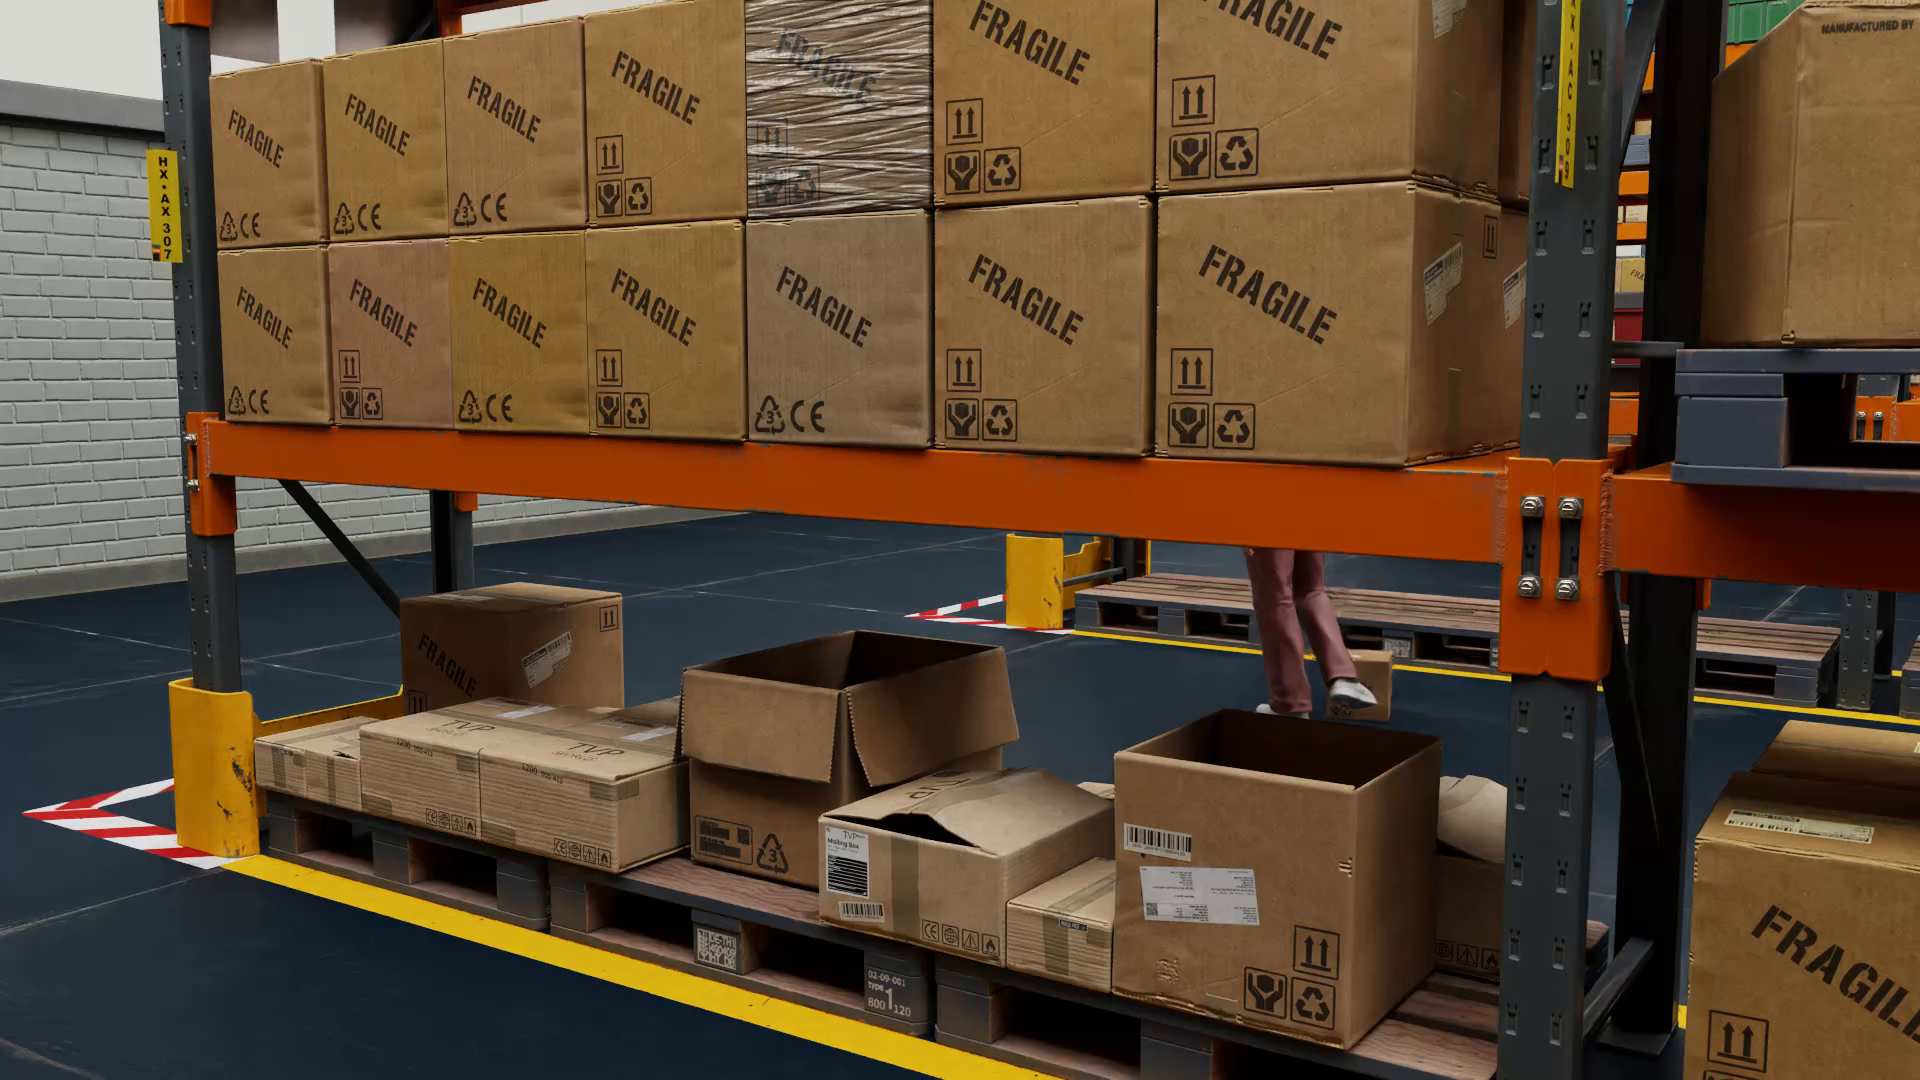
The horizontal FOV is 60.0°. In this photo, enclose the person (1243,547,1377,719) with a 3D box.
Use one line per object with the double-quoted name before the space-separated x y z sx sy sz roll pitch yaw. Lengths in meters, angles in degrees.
"person" 1.356 -0.087 6.588 0.625 1.667 0.436 -3 7 -23
